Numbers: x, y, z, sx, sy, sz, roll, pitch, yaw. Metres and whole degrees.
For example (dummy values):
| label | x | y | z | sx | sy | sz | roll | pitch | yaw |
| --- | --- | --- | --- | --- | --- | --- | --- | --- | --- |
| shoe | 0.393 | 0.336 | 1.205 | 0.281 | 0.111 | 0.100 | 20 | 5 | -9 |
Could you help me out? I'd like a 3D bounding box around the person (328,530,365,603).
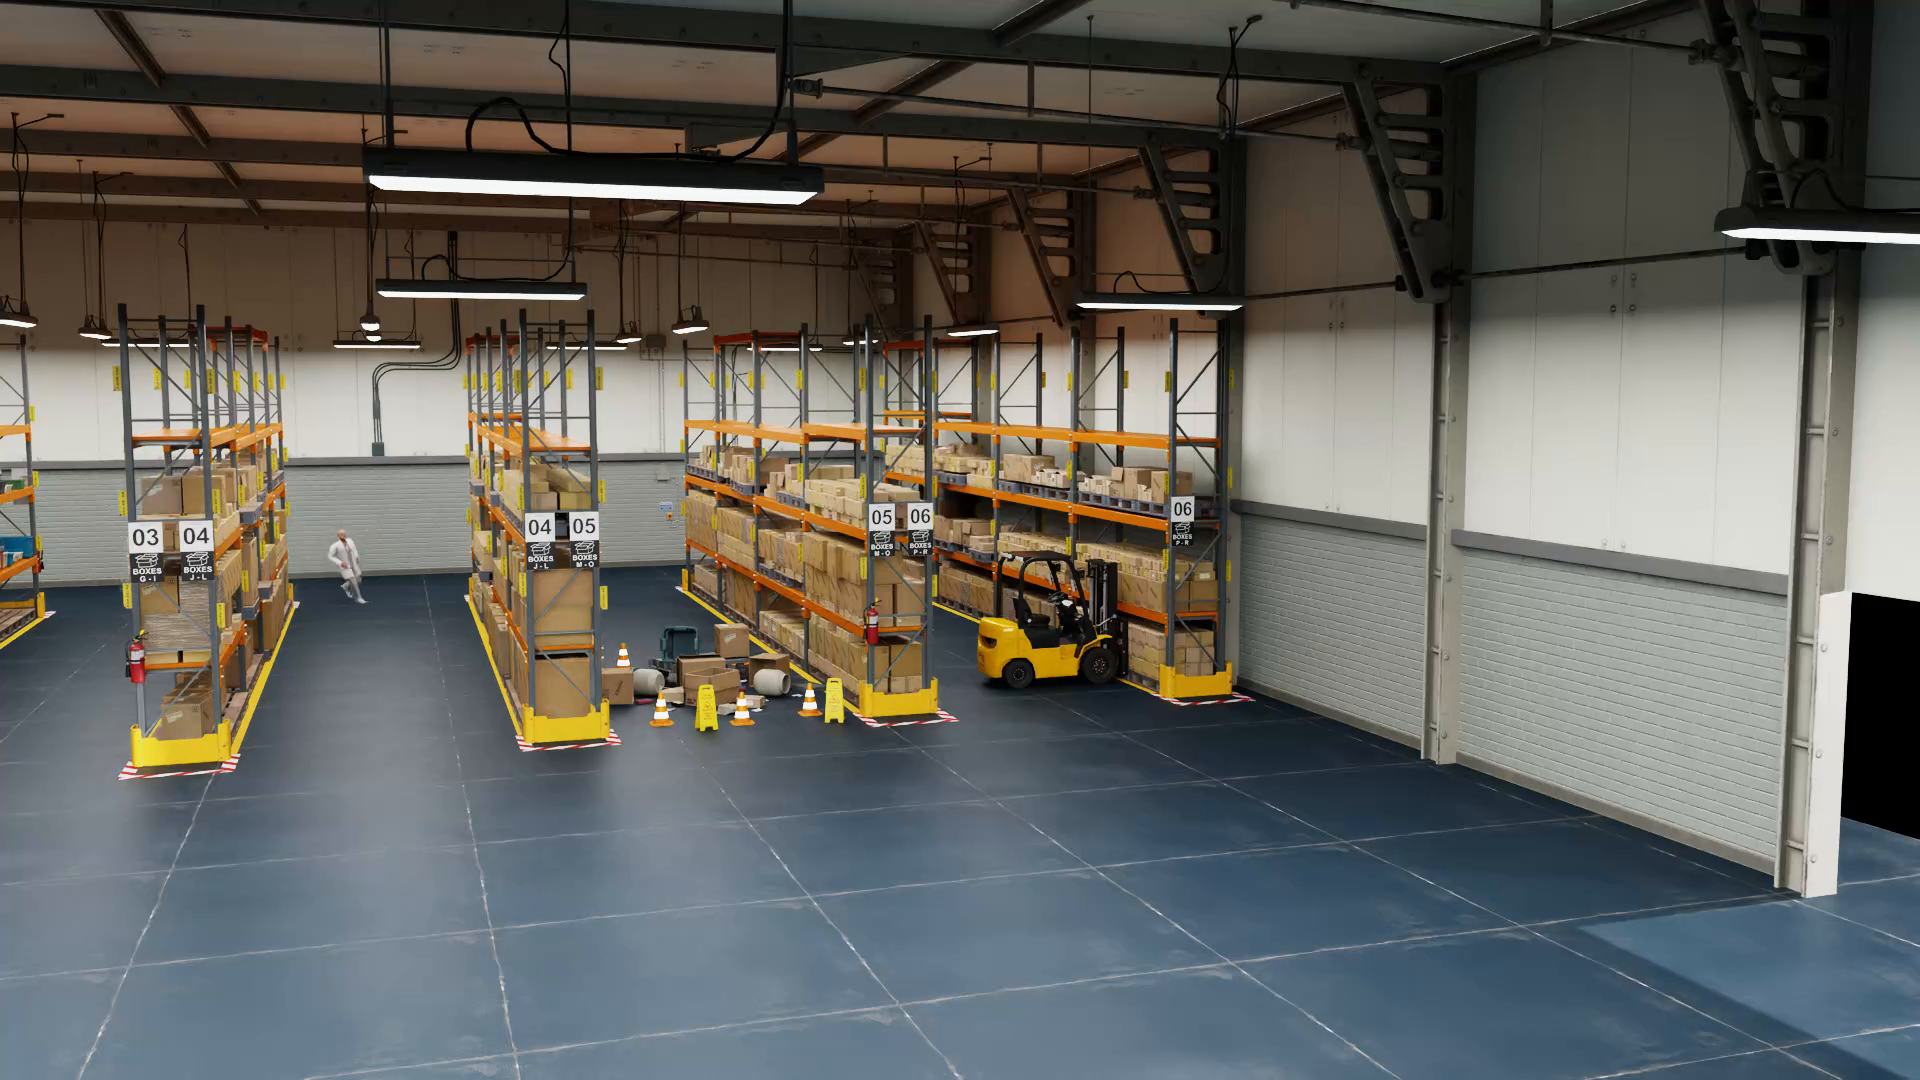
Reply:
| label | x | y | z | sx | sy | sz | roll | pitch | yaw |
| --- | --- | --- | --- | --- | --- | --- | --- | --- | --- |
| person | -13.943 | 0.602 | 37.600 | 0.716 | 1.690 | 0.749 | 4 | 7 | 34 |
